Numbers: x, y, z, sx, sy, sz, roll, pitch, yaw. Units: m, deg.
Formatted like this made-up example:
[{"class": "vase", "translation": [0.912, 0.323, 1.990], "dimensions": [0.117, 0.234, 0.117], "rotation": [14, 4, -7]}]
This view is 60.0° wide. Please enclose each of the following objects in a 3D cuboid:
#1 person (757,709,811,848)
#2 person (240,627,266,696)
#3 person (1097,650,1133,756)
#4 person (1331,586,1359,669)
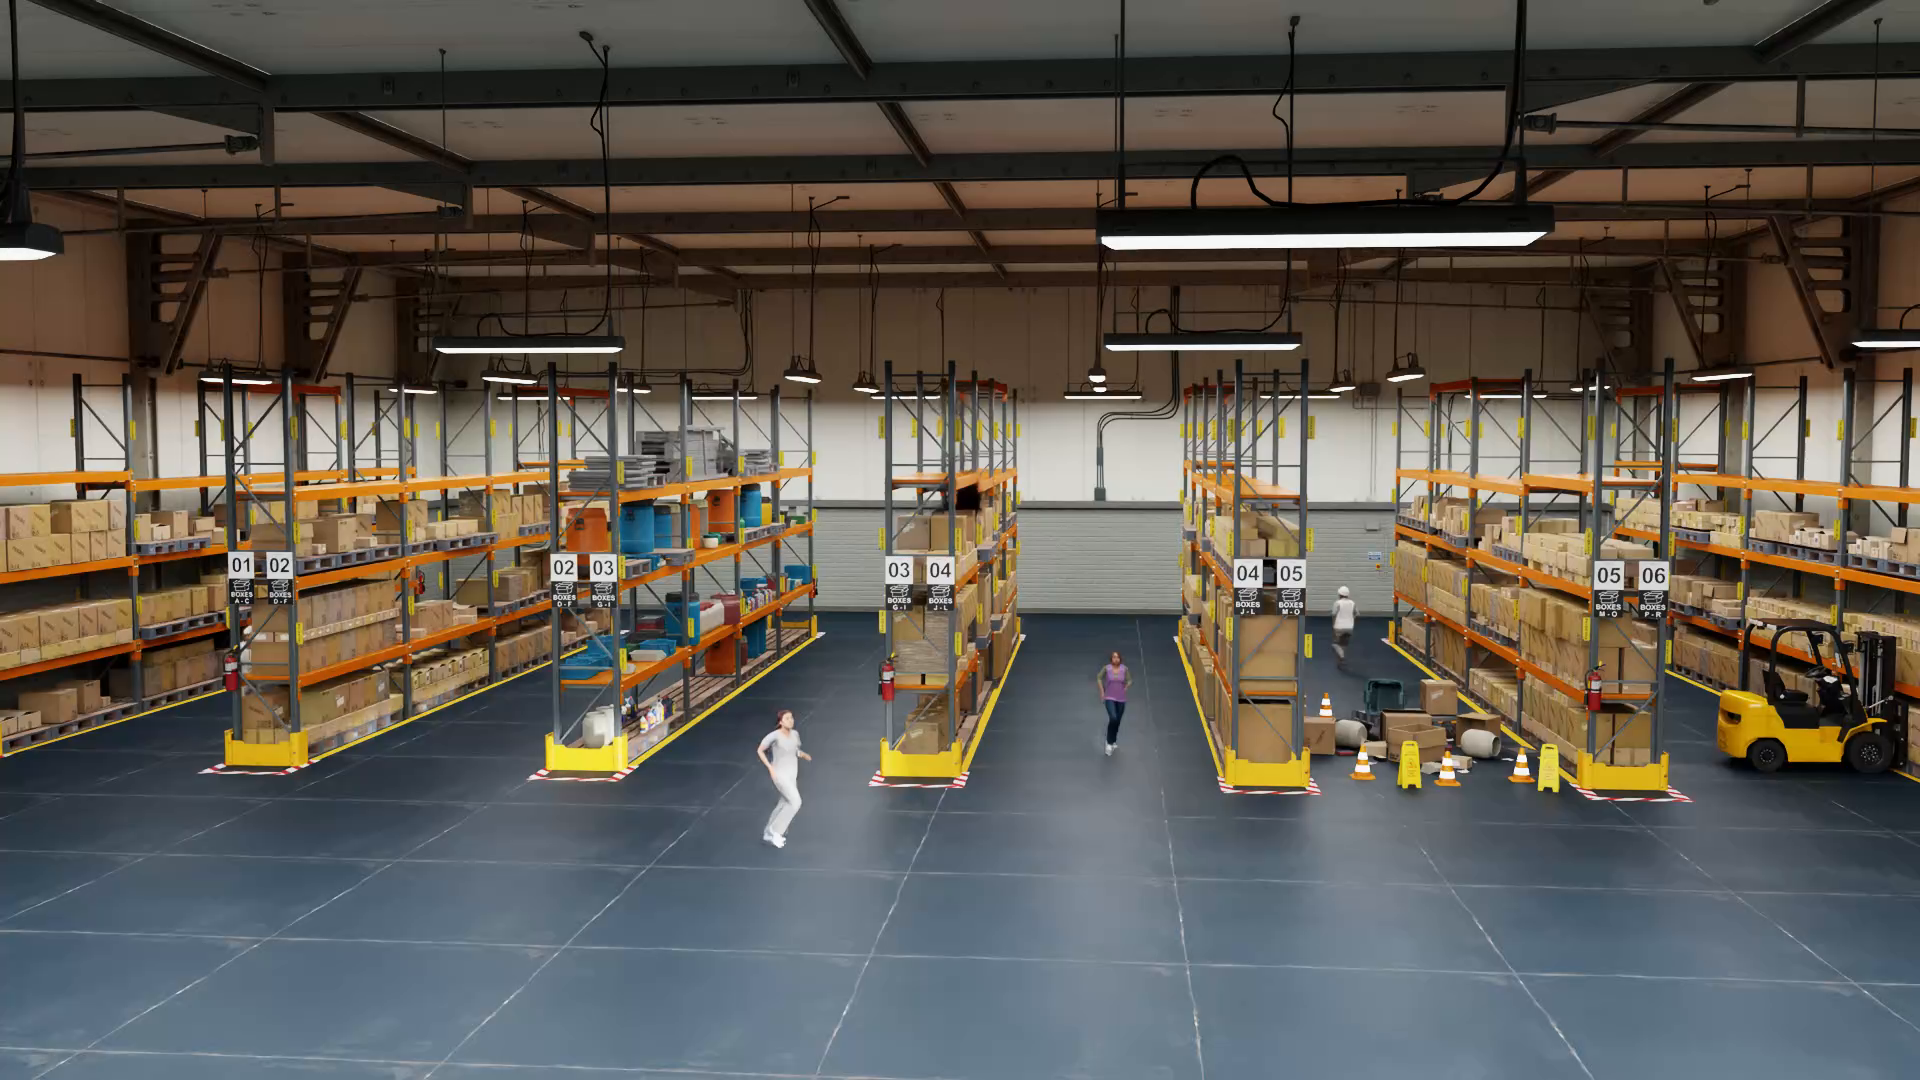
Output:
[{"class": "person", "translation": [-2.086, 2.860, 20.022], "dimensions": [0.651, 1.660, 0.542], "rotation": [3, 5, 36]}, {"class": "person", "translation": [-11.745, 2.330, 27.655], "dimensions": [0.626, 1.813, 0.865], "rotation": [0, 4, -2]}, {"class": "person", "translation": [2.416, 2.511, 25.779], "dimensions": [0.527, 1.620, 0.698], "rotation": [-1, 4, -9]}, {"class": "person", "translation": [8.055, 1.840, 34.930], "dimensions": [0.664, 1.736, 0.580], "rotation": [-1, 4, -11]}]
